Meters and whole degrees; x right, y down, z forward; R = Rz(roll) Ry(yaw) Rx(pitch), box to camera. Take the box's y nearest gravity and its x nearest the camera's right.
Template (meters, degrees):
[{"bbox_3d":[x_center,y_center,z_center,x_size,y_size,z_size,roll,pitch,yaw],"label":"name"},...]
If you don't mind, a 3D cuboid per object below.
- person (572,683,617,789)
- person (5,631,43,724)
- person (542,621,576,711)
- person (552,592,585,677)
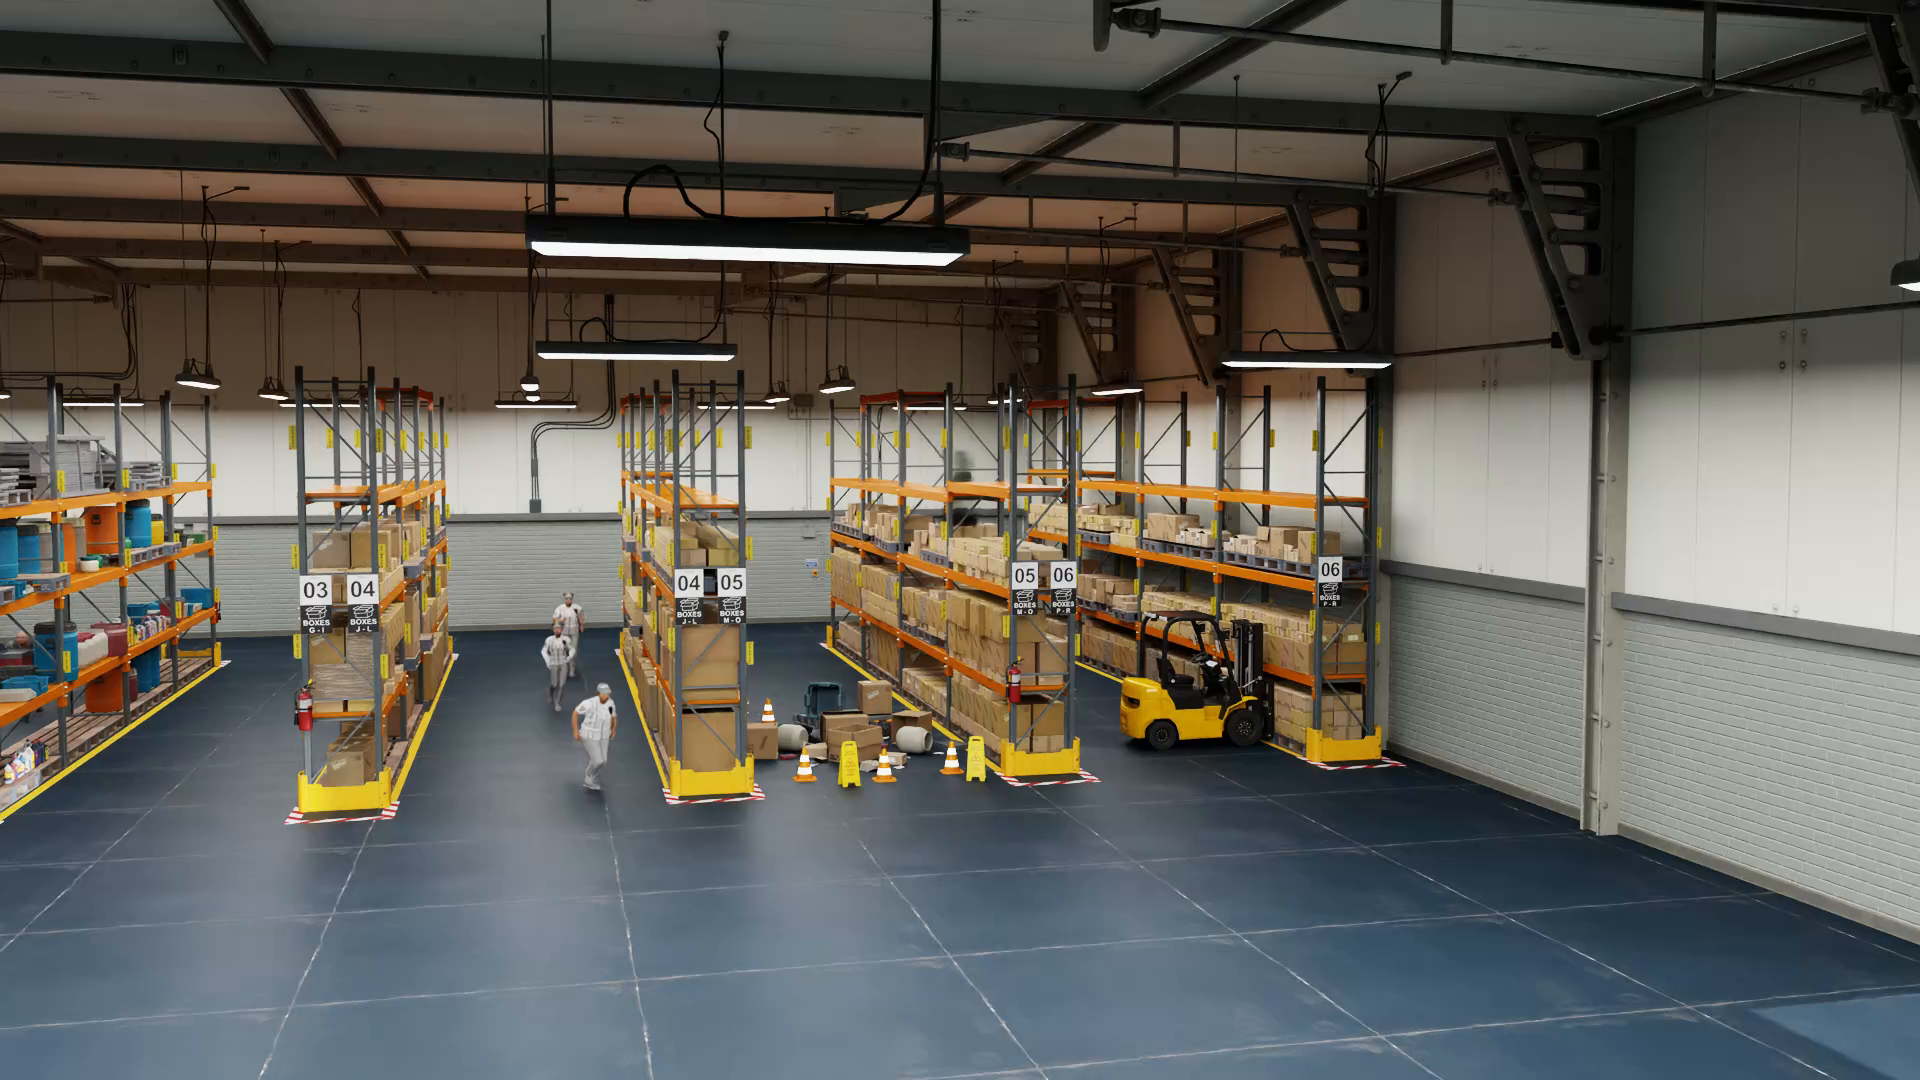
[{"bbox_3d":[-5.180,2.804,23.687,0.627,1.557,0.633,-3,5,-41],"label":"person"},{"bbox_3d":[-16.715,2.411,29.834,0.697,1.658,0.981,-1,3,-13],"label":"person"},{"bbox_3d":[-7.463,2.333,30.968,0.609,1.671,0.572,-1,4,-16],"label":"person"},{"bbox_3d":[-8.349,1.983,35.477,0.674,1.765,0.943,-1,4,-14],"label":"person"}]
